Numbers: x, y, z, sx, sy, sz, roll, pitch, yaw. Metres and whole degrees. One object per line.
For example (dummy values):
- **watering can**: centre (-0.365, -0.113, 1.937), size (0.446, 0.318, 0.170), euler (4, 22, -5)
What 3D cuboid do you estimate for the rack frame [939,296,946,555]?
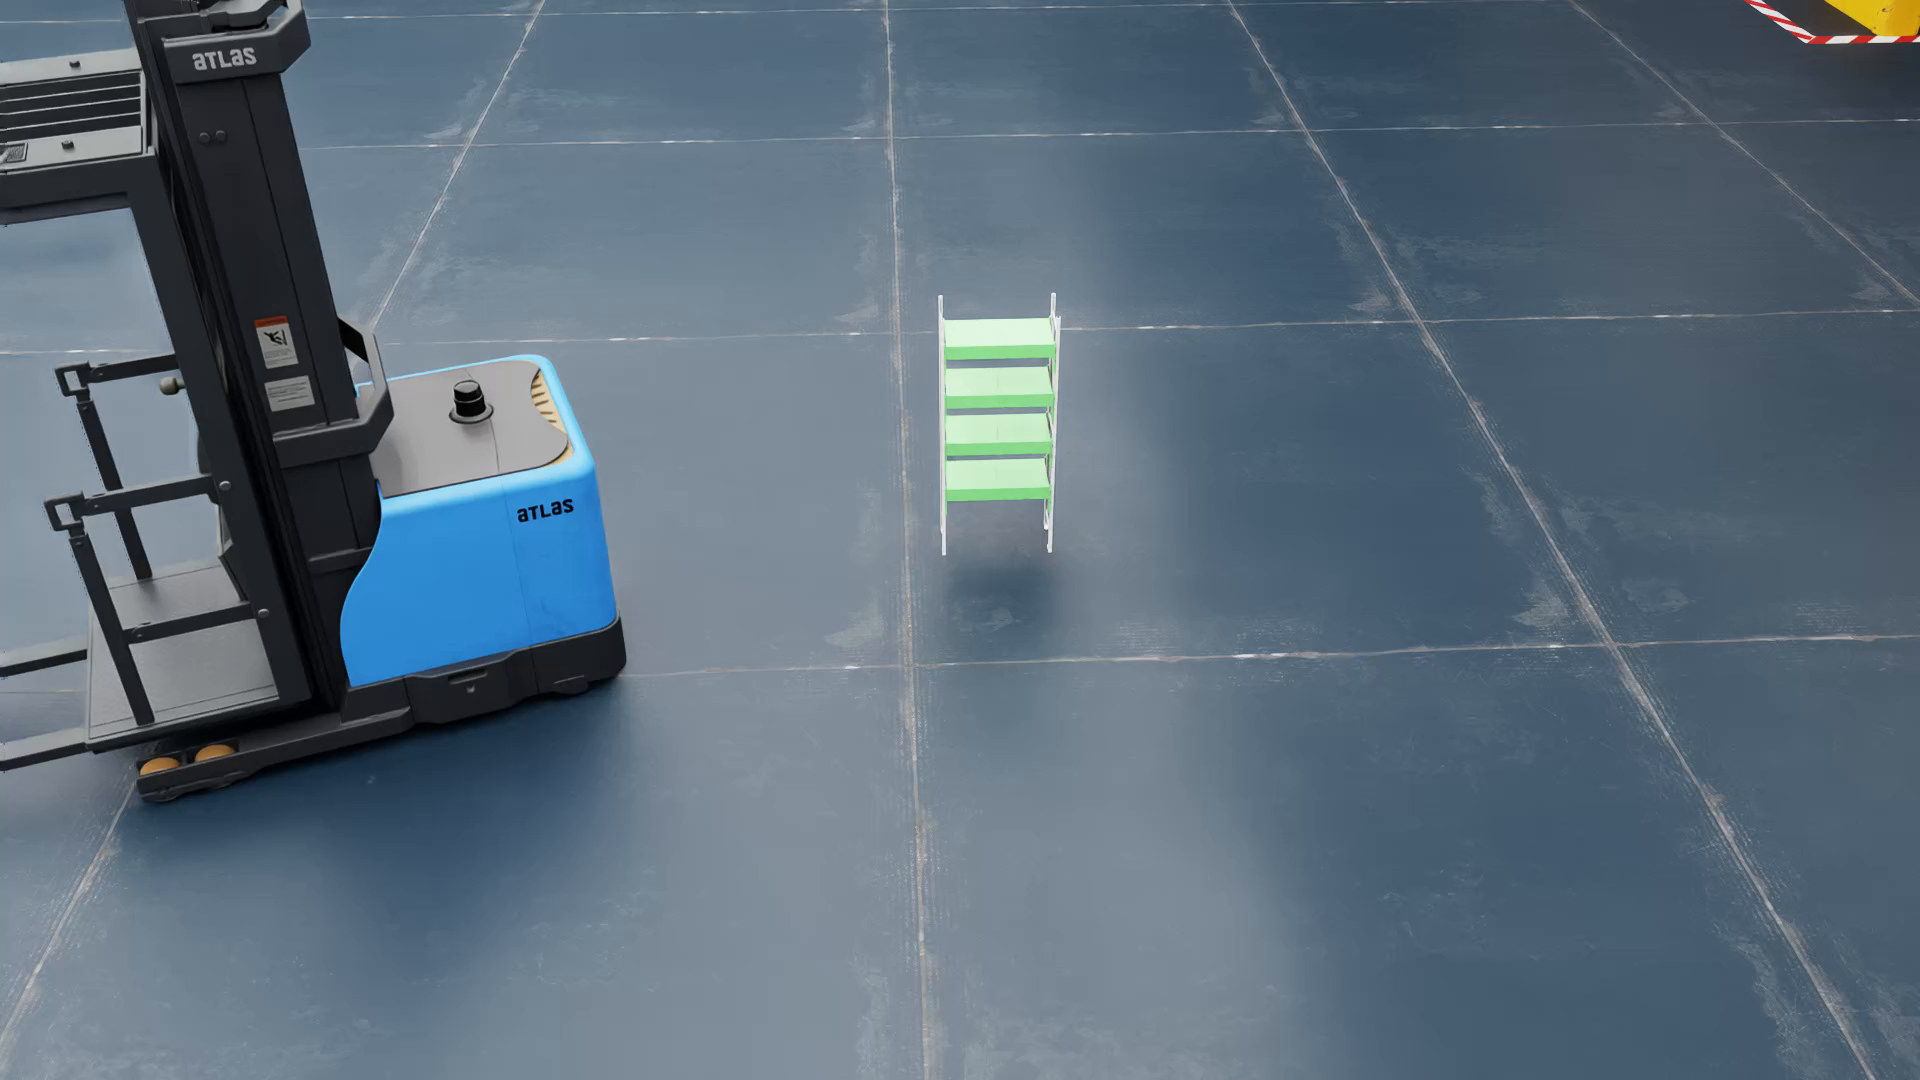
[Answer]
- **rack frame**: centre (-0.078, -0.491, 7.405), size (0.015, 1.200, 0.240), euler (-2, 35, -2)

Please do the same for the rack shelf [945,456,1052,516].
- **rack shelf**: centre (0.165, -0.248, 7.588), size (0.480, 0.148, 0.258), euler (-2, 35, -2)

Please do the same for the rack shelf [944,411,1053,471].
- **rack shelf**: centre (0.165, -0.445, 7.451), size (0.480, 0.148, 0.258), euler (-2, 35, -2)

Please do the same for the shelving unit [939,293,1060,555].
- **shelving unit**: centre (0.165, -0.498, 7.415), size (0.503, 1.200, 0.258), euler (-2, 35, -2)

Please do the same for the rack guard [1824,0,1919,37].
- **rack guard**: centre (7.762, -4.713, 14.120), size (0.348, 0.500, 1.175), euler (-2, 35, -2)

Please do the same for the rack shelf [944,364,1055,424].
- **rack shelf**: centre (0.165, -0.643, 7.315), size (0.480, 0.148, 0.258), euler (-2, 35, -2)

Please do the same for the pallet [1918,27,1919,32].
- **pallet**: centre (8.573, -4.613, 14.230), size (1.213, 0.211, 1.003), euler (-2, 35, -2)

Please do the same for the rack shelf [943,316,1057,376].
- **rack shelf**: centre (0.165, -0.840, 7.178), size (0.480, 0.148, 0.258), euler (-2, 35, -2)

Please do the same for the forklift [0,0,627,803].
- **forklift**: centre (-2.950, -0.555, 5.976), size (3.031, 2.935, 1.130), euler (-13, 37, -18)

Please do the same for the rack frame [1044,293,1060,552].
- **rack frame**: centre (0.409, -0.504, 7.424), size (0.015, 1.200, 0.240), euler (-2, 35, -2)
